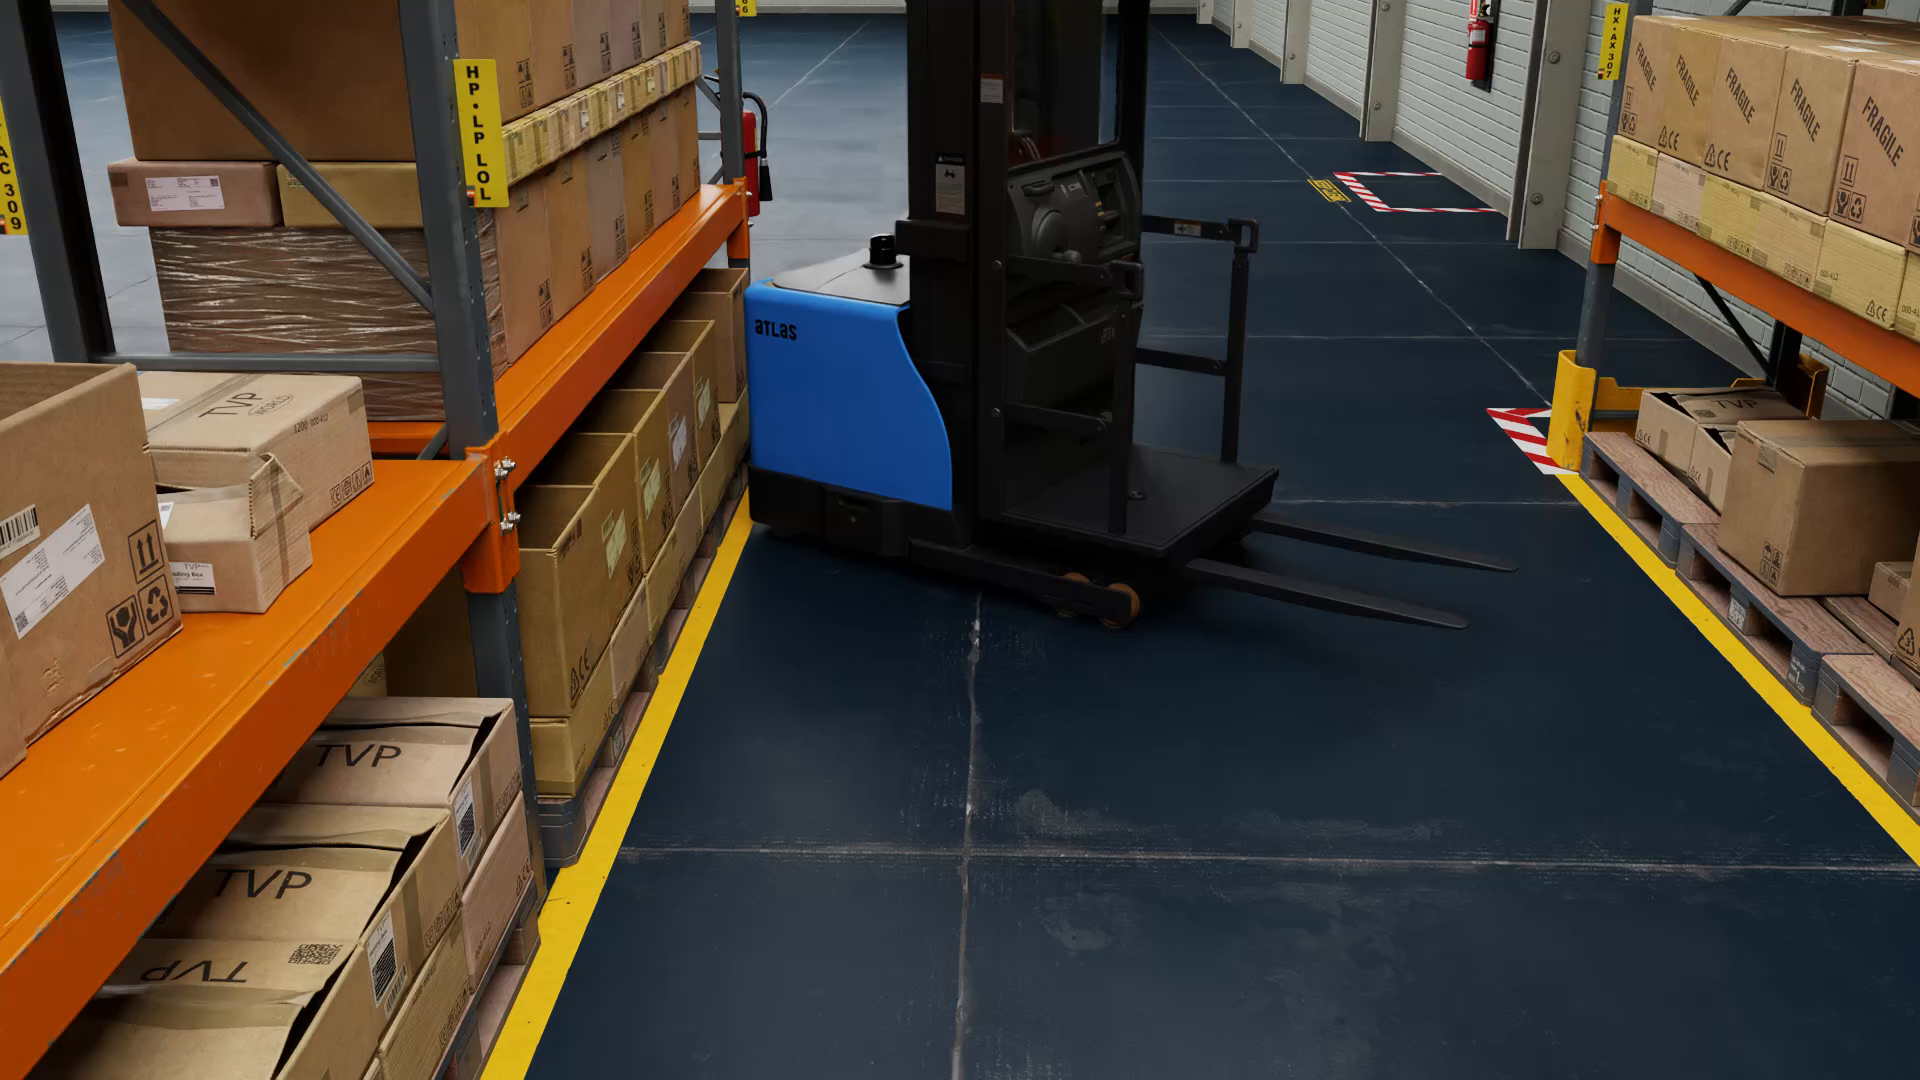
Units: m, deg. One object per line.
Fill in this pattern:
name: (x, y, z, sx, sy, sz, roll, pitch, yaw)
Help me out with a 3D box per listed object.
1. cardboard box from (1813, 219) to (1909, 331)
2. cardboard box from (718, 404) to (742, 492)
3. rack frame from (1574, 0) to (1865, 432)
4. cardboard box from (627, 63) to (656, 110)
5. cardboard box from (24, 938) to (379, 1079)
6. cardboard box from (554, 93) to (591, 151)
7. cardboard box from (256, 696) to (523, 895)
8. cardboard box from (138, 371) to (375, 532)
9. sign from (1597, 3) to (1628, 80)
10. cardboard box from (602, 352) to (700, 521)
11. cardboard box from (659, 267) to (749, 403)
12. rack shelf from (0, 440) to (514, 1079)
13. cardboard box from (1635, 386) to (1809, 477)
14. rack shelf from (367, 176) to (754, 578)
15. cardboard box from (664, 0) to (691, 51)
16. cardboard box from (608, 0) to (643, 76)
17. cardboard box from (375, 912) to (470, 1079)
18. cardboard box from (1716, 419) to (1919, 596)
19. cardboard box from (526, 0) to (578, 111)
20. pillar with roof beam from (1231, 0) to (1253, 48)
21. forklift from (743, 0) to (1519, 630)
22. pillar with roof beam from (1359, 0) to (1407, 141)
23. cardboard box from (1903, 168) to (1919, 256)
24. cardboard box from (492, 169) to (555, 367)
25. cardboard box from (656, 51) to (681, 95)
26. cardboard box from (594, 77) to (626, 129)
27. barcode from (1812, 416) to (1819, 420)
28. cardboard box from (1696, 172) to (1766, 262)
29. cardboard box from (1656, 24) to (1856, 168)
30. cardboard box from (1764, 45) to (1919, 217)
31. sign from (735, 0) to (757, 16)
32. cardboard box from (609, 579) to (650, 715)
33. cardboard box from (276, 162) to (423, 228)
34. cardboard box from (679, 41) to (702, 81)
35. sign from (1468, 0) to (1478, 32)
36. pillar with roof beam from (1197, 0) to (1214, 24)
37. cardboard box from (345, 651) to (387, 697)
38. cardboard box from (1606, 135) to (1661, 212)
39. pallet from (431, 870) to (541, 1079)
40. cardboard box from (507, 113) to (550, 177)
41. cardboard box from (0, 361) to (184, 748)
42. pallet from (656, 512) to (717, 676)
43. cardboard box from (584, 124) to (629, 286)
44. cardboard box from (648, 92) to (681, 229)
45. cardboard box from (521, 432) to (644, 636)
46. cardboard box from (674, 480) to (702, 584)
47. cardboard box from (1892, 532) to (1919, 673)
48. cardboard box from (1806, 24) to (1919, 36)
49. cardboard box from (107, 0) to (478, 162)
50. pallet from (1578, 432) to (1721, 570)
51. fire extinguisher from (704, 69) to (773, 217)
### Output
cardboard box: (3.062, -0.836, 5.217, 0.500, 0.250, 0.500, 1, 21, 1)
cardboard box: (-1.227, -0.396, 7.122, 0.500, 0.250, 0.500, 1, 21, 2)
rack frame: (3.449, -1.807, 7.538, 1.000, 3.000, 0.127, 1, 21, 2)
cardboard box: (-1.355, -1.696, 6.217, 0.380, 0.149, 0.250, 1, 21, 3)
cardboard box: (-1.377, 0.929, 2.932, 0.500, 0.311, 0.500, 1, 21, 1)
cardboard box: (-1.387, -1.323, 5.258, 0.380, 0.149, 0.250, 0, 21, 0)
cardboard box: (-1.350, 0.561, 3.882, 0.500, 0.311, 0.500, 1, 21, 2)
cardboard box: (-1.595, -0.165, 3.515, 0.500, 0.250, 0.500, 2, 21, 5)
sign: (2.907, -2.216, 7.397, 0.100, 0.325, 0.005, 1, 21, 2)
cardboard box: (-1.253, -0.384, 6.055, 0.500, 0.500, 0.500, 1, 21, 2)
cardboard box: (-1.221, -0.926, 7.453, 0.500, 0.500, 0.500, 1, 21, 2)
rack shelf: (-1.685, 0.645, 2.214, 1.077, 0.370, 4.000, 1, 21, 2)
cardboard box: (3.338, -0.509, 7.303, 0.500, 0.311, 0.500, -2, 21, -4)
rack shelf: (-1.563, -0.801, 5.942, 1.077, 0.370, 4.000, 1, 21, 2)
cardboard box: (-1.531, -2.323, 6.938, 0.700, 0.500, 0.500, 1, 21, 2)
cardboard box: (-1.556, -1.951, 5.979, 0.700, 0.500, 0.500, 1, 21, 2)
cardboard box: (-1.364, 1.009, 3.503, 0.500, 0.250, 0.500, 0, 21, 1)
cardboard box: (3.249, -0.126, 6.055, 0.700, 0.500, 0.500, -1, 21, -2)
cardboard box: (-1.587, -1.589, 5.046, 0.700, 0.500, 0.500, 1, 21, 2)
pillar with roof beam: (0.719, -13.066, 28.263, 9.100, 9.000, 0.400, 1, 21, 2)
forklift: (0.619, -1.256, 6.215, 3.031, 2.935, 1.130, 13, 25, 30)
pillar with roof beam: (0.354, -8.727, 17.080, 9.100, 9.000, 0.400, 1, 21, 2)
cardboard box: (3.042, -1.004, 4.613, 0.500, 0.500, 0.500, 1, 21, 1)
cardboard box: (-1.607, -0.811, 4.835, 0.700, 0.500, 0.500, 0, 21, 1)
cardboard box: (-1.338, -1.881, 6.696, 0.380, 0.149, 0.250, 0, 21, 1)
cardboard box: (-1.369, -1.508, 5.733, 0.380, 0.149, 0.250, 0, 21, 1)
barcode: (3.737, -0.502, 7.273, 0.001, 0.075, 0.075, 1, 21, 2)
cardboard box: (3.094, -1.201, 6.157, 0.500, 0.250, 0.500, 0, 21, 1)
cardboard box: (3.109, -1.748, 6.529, 0.500, 0.500, 0.500, 1, 21, 2)
cardboard box: (3.083, -1.374, 5.567, 0.500, 0.500, 0.500, 1, 21, 3)
sign: (-0.960, -2.499, 7.395, 0.100, 0.325, 0.005, 1, 21, 2)
cardboard box: (-1.287, 0.328, 5.259, 0.500, 0.250, 0.500, 1, 21, 2)
cardboard box: (-1.422, -0.858, 4.057, 0.380, 0.149, 0.250, 1, 21, 2)
cardboard box: (-1.324, -2.068, 7.178, 0.380, 0.149, 0.250, 0, 21, 1)
sign: (4.708, -4.822, 15.260, 0.001, 0.329, 0.234, 1, 21, 2)
pillar with roof beam: (0.902, -15.235, 33.854, 9.100, 9.000, 0.400, 1, 21, 2)
cardboard box: (-1.828, 0.503, 4.808, 0.500, 0.250, 0.500, 1, 21, 2)
cardboard box: (3.117, -1.573, 7.116, 0.500, 0.250, 0.500, 0, 21, 0)
pallet: (-1.607, 1.153, 3.765, 1.003, 0.211, 1.213, 1, 21, 2)
cardboard box: (-1.402, -1.136, 4.776, 0.380, 0.149, 0.250, 0, 21, 1)
cardboard box: (-1.680, 0.008, 2.724, 0.500, 0.500, 0.500, 2, 21, 6)
pallet: (-1.524, 0.157, 6.332, 1.003, 0.211, 1.213, 1, 21, 2)
cardboard box: (-1.574, -1.178, 5.780, 0.700, 0.500, 0.500, 1, 21, 3)
cardboard box: (-1.541, -1.548, 6.733, 0.700, 0.500, 0.500, 1, 21, 3)
cardboard box: (-1.290, -0.022, 5.123, 0.500, 0.500, 0.500, 1, 21, 2)
cardboard box: (-1.257, -0.034, 6.190, 0.500, 0.250, 0.500, 1, 21, 2)
cardboard box: (3.319, 0.224, 5.152, 0.500, 0.500, 0.500, -1, 21, -2)
cardboard box: (3.622, -1.741, 6.512, 0.500, 0.500, 0.500, 1, 21, 2)
cardboard box: (-1.617, -1.225, 4.109, 0.700, 0.500, 0.500, 1, 21, 2)
pallet: (3.387, -0.186, 7.216, 1.003, 0.211, 1.213, 1, 21, 2)
fire extinguisher: (-1.034, -1.861, 7.786, 0.296, 0.674, 0.183, 1, 21, 2)
